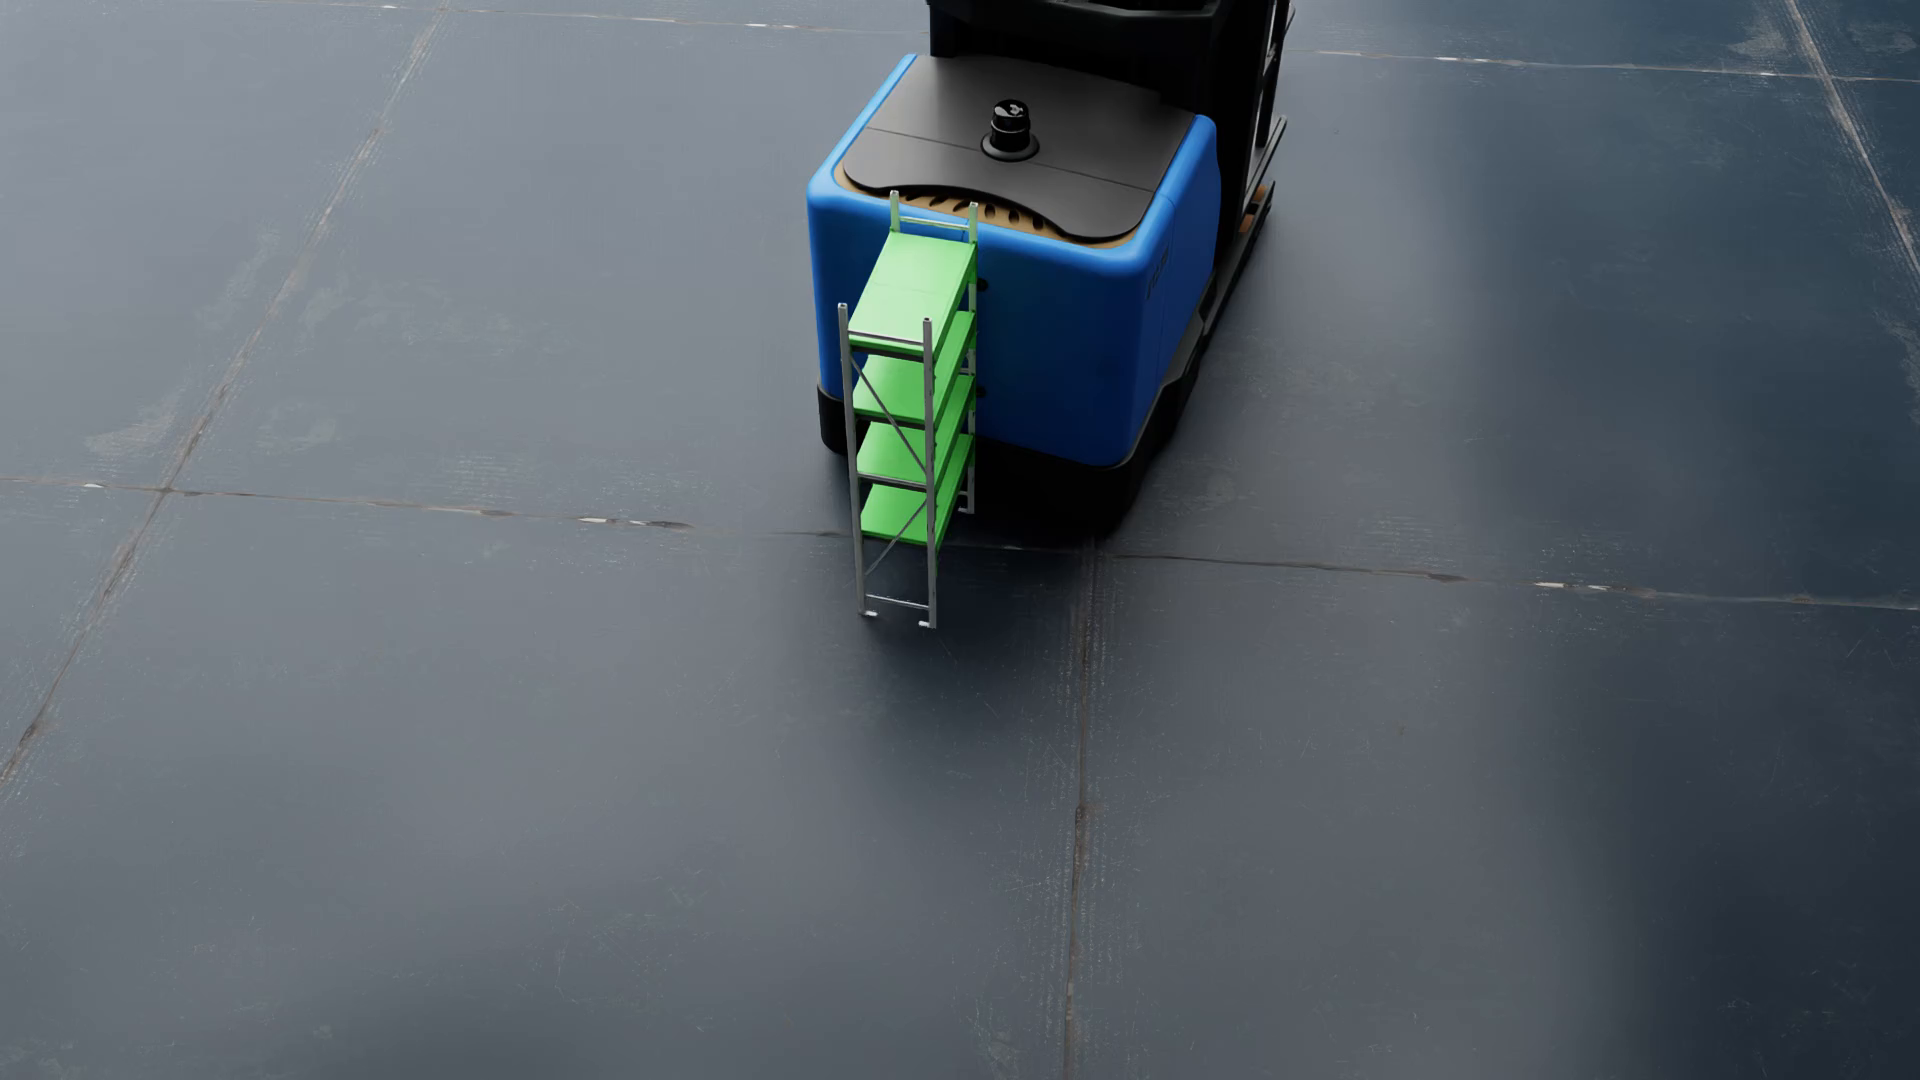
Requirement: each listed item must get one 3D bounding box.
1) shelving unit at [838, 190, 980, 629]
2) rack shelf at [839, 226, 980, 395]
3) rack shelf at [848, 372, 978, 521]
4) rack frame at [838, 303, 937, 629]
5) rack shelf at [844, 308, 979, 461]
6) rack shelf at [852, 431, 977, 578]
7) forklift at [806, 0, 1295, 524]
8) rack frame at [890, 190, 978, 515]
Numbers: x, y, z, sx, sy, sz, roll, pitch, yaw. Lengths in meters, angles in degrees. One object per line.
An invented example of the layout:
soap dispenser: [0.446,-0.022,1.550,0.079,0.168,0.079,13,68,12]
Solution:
shelving unit: [-0.129,-0.338,4.746,0.258,1.200,0.503,10,48,9]
rack shelf: [-0.129,-0.618,4.439,0.258,0.148,0.480,10,48,9]
rack shelf: [-0.129,-0.294,4.793,0.258,0.148,0.480,10,48,9]
rack frame: [-0.188,-0.163,4.586,0.240,1.200,0.015,10,48,9]
rack shelf: [-0.129,-0.456,4.616,0.258,0.148,0.480,10,48,9]
rack shelf: [-0.129,-0.132,4.970,0.258,0.148,0.480,10,48,9]
forklift: [0.548,-2.149,5.229,1.130,2.935,3.031,16,50,14]
rack frame: [-0.071,-0.512,4.905,0.240,1.200,0.015,10,48,9]
